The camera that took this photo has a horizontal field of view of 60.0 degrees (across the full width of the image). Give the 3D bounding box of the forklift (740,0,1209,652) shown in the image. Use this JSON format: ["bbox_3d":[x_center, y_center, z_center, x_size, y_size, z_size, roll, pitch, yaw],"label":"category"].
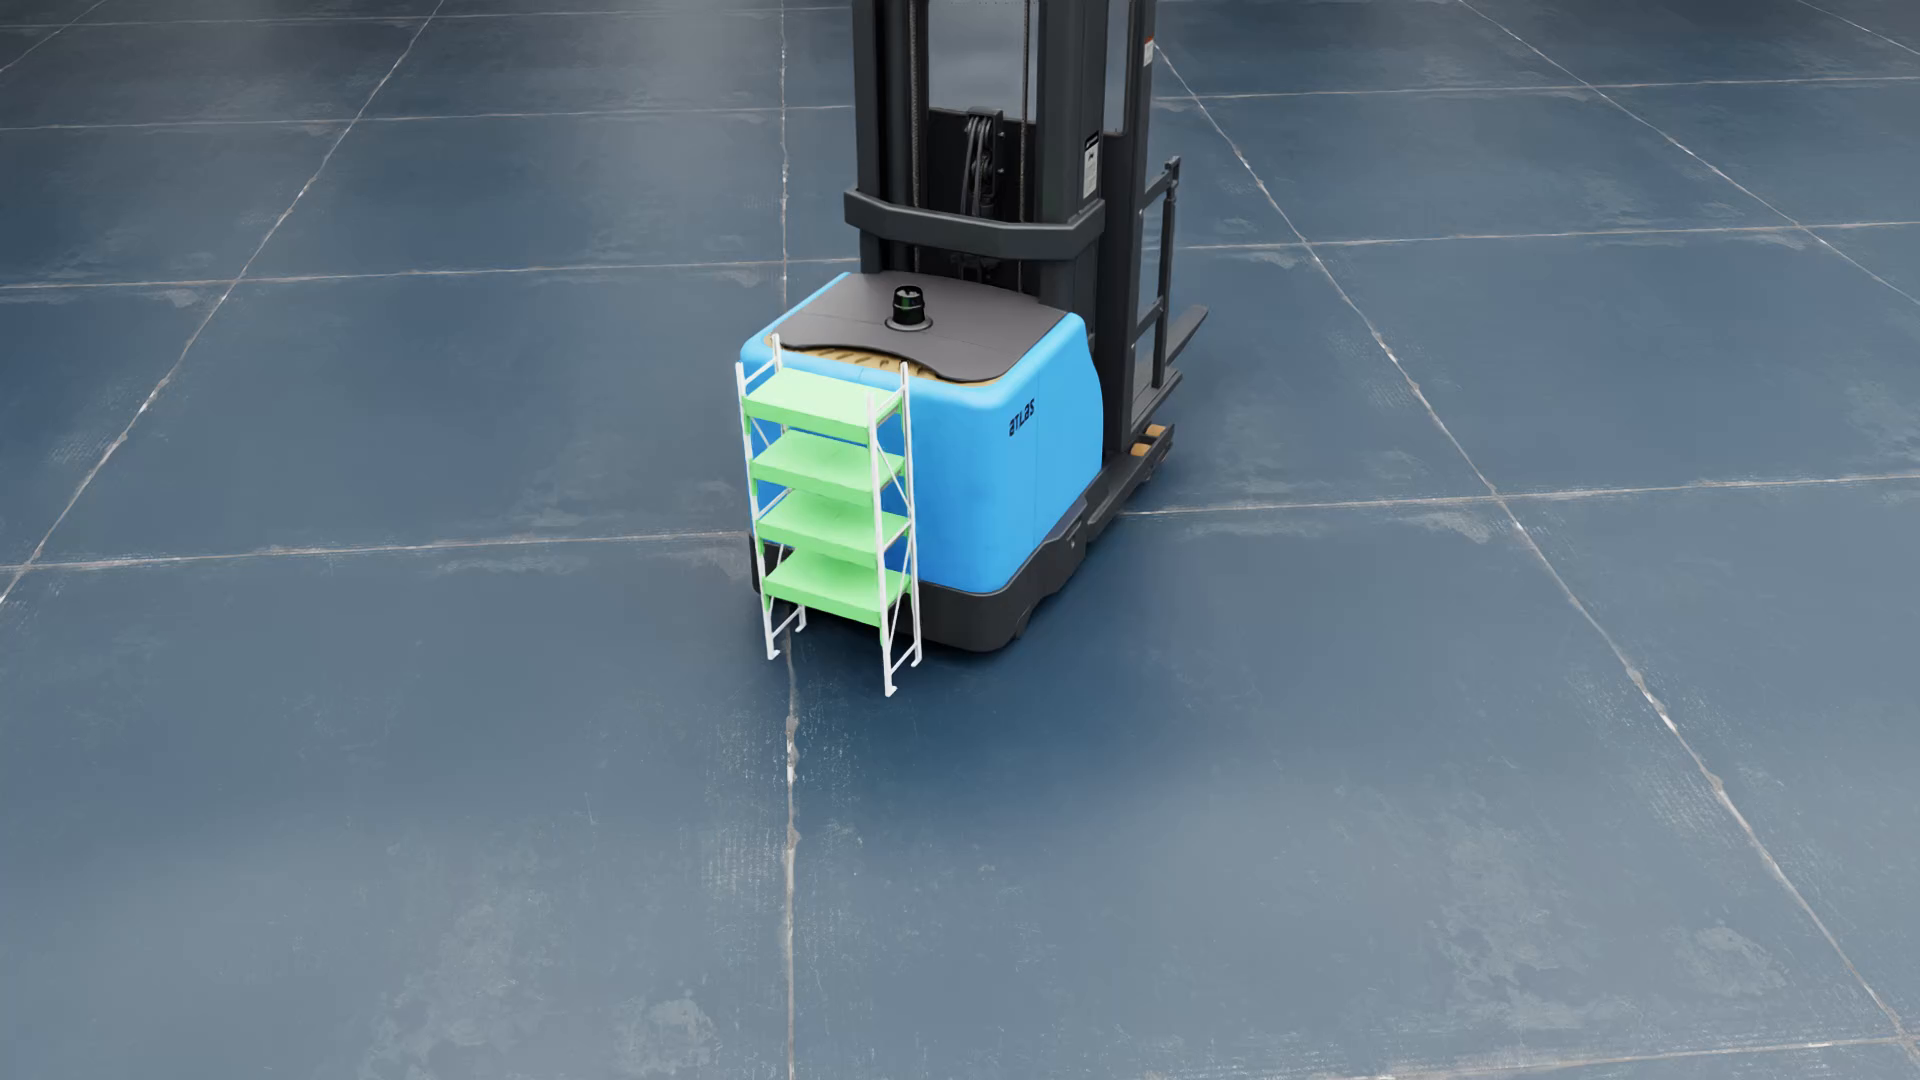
[{"bbox_3d":[0.291,-1.595,6.563,1.130,2.935,3.031,13,33,21],"label":"forklift"}]

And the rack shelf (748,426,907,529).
[{"bbox_3d":[-0.436,-0.215,5.584,0.480,0.148,0.258,15,37,23],"label":"rack shelf"}]

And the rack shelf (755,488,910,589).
[{"bbox_3d":[-0.430,-0.015,5.717,0.480,0.148,0.258,15,37,23],"label":"rack shelf"}]

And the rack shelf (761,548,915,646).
[{"bbox_3d":[-0.424,0.185,5.849,0.480,0.148,0.258,15,37,23],"label":"rack shelf"}]

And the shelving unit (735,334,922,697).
[{"bbox_3d":[-0.432,-0.069,5.681,0.503,1.200,0.258,15,37,23],"label":"shelving unit"}]

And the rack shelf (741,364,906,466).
[{"bbox_3d":[-0.442,-0.415,5.451,0.480,0.148,0.258,15,37,23],"label":"rack shelf"}]

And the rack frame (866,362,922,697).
[{"bbox_3d":[-0.215,-0.011,5.585,0.015,1.200,0.240,15,37,23],"label":"rack frame"}]

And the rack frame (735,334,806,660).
[{"bbox_3d":[-0.649,-0.126,5.777,0.015,1.200,0.240,15,37,23],"label":"rack frame"}]
